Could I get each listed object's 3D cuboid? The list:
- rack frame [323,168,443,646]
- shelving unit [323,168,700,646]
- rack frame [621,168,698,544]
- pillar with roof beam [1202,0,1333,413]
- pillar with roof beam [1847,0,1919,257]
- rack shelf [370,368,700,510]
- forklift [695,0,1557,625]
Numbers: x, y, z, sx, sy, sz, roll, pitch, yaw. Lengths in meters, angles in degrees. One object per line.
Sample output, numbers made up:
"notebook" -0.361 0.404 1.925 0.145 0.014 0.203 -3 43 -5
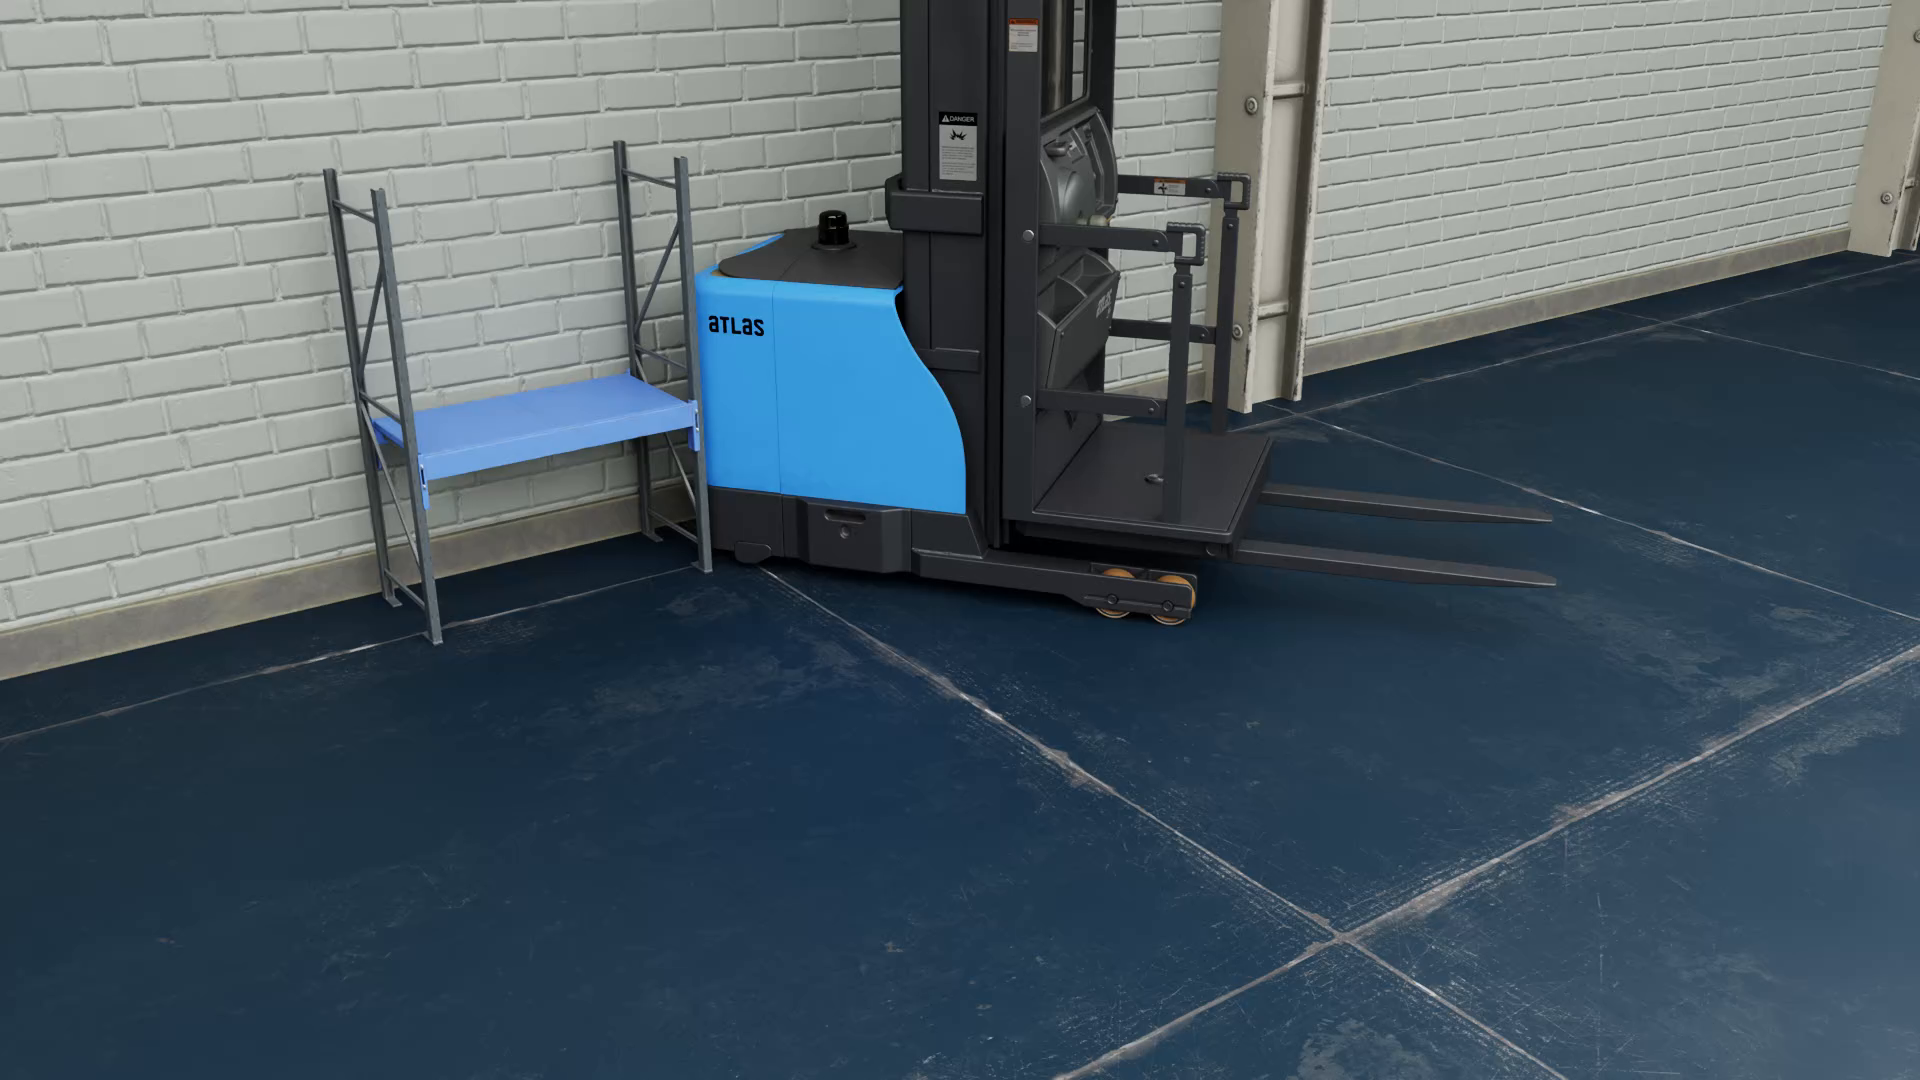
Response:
"rack frame" -1.883 -0.423 5.433 0.032 1.500 0.500 -16 27 -34
"shelving unit" -1.480 -0.535 5.714 1.039 1.500 0.538 -16 27 -34
"rack frame" -1.071 -0.650 6.001 0.013 1.308 0.475 -16 27 -34
"pillar with roof beam" 3.934 -3.575 3.213 0.400 9.000 9.100 -15 26 -33
"pillar with roof beam" 8.805 -4.874 6.468 0.400 9.000 9.100 -15 26 -33
"rack shelf" -1.476 -0.369 5.783 1.000 0.185 0.538 -16 27 -34
"forklift" 0.601 -1.292 5.679 3.031 2.935 1.130 7 23 16
